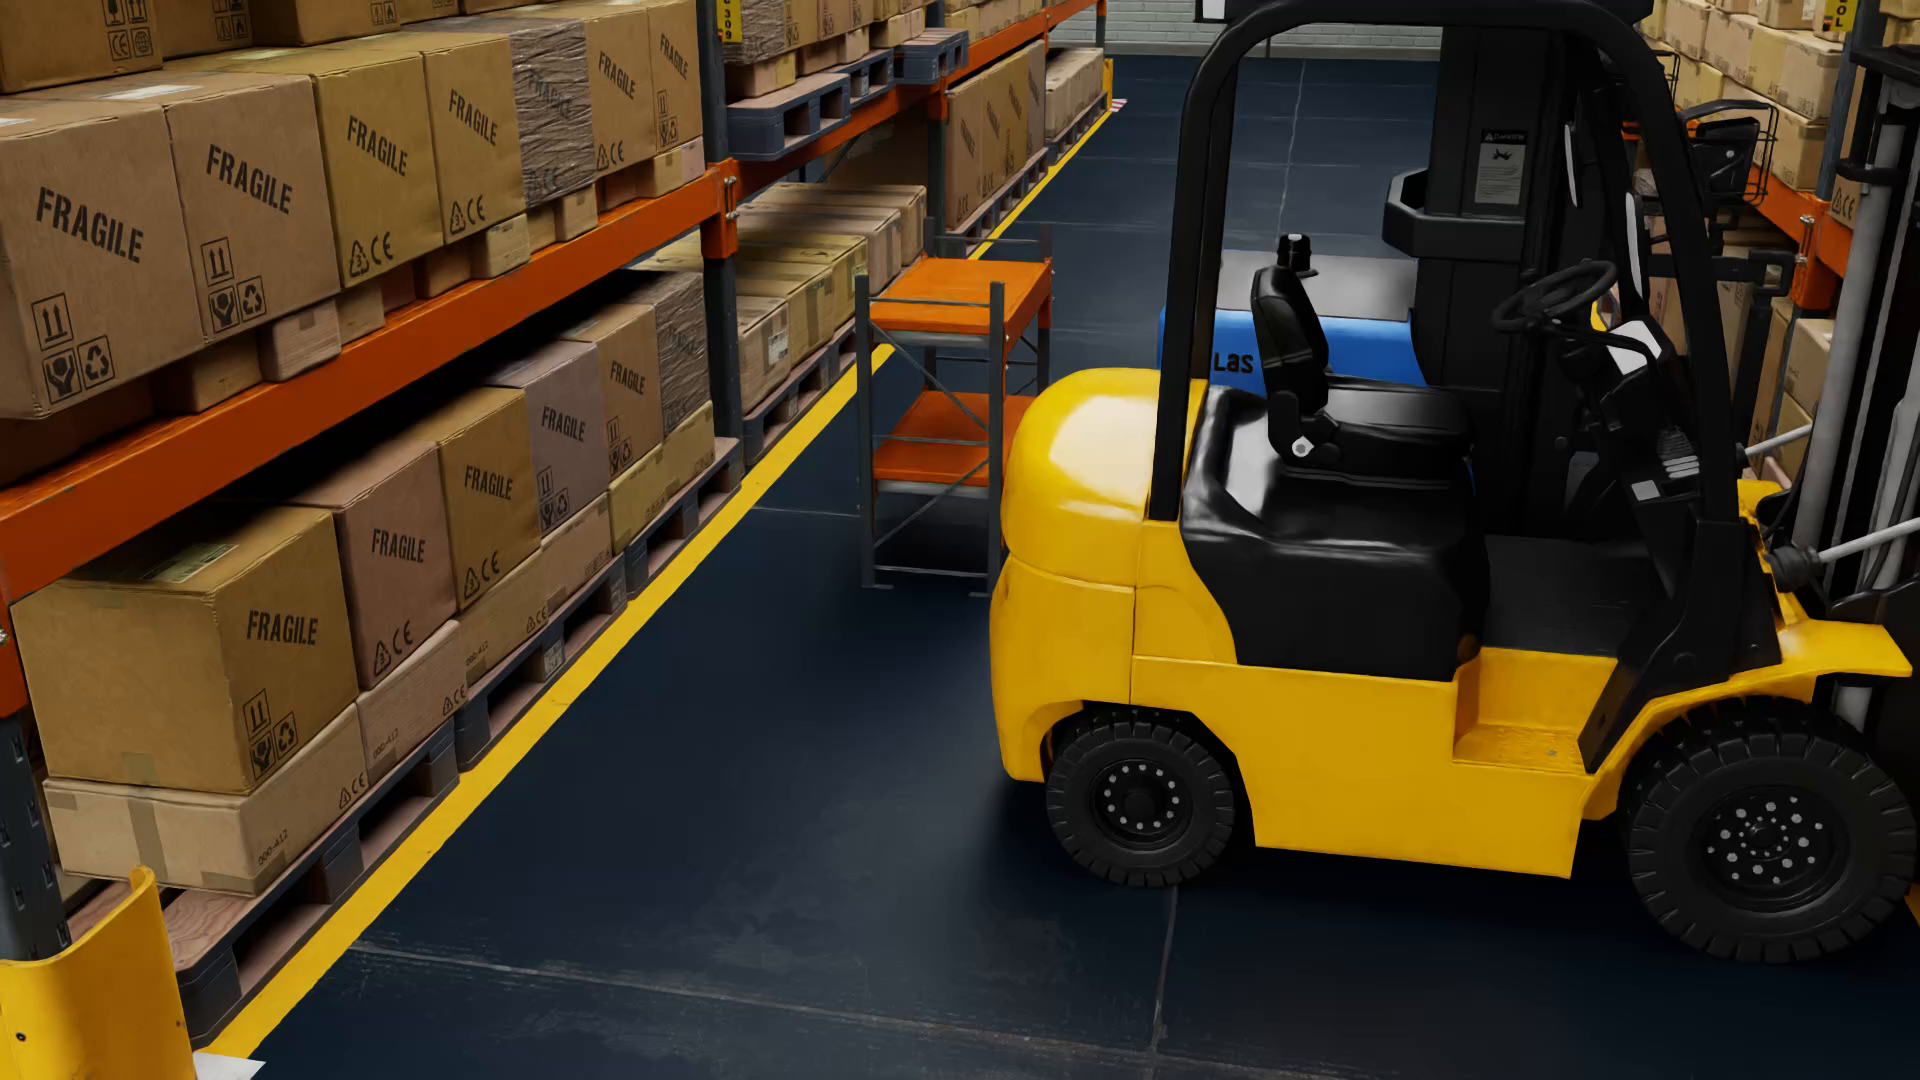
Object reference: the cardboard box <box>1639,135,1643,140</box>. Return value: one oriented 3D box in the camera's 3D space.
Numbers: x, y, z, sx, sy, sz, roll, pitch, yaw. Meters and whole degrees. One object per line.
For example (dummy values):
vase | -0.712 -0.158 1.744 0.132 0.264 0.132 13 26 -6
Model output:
cardboard box | 4.146 -2.404 10.223 0.380 0.149 0.250 3 22 8

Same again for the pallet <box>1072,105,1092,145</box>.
pallet | 0.702 -4.032 16.082 1.003 0.211 1.213 4 22 11

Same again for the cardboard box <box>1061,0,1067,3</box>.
cardboard box | 0.682 -4.987 14.588 0.500 0.500 0.500 5 22 11

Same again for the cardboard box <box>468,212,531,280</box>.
cardboard box | -1.479 -0.863 4.816 0.380 0.149 0.250 5 22 11

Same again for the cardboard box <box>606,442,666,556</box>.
cardboard box | -1.365 -0.167 5.871 0.500 0.250 0.500 4 22 9

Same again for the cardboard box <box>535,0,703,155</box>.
cardboard box | -1.256 -1.683 5.984 0.500 0.500 0.500 4 22 10

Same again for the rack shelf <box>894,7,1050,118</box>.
rack shelf | -0.185 -3.540 12.092 1.077 0.370 4.000 4 22 11

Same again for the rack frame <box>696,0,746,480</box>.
rack frame | -1.409 -1.680 6.509 1.000 3.000 0.127 4 22 11

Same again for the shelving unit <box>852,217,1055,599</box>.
shelving unit | 0.001 -0.524 6.150 0.538 1.125 1.048 4 22 11

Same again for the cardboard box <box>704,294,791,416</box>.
cardboard box | -1.304 -0.848 7.399 0.950 0.372 0.625 5 22 12

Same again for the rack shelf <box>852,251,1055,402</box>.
rack shelf | 0.001 -0.796 6.040 0.538 0.278 1.000 4 22 11

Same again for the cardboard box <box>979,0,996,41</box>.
cardboard box | -0.046 -3.614 11.511 0.500 0.250 0.500 5 23 13

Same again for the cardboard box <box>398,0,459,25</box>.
cardboard box | -1.966 -1.817 4.979 0.700 0.500 0.500 4 22 10

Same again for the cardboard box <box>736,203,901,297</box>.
cardboard box | -0.860 -1.642 9.371 0.950 0.372 0.625 4 22 10

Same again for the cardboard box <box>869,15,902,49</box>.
cardboard box | -0.522 -2.691 8.794 0.380 0.149 0.250 5 22 12

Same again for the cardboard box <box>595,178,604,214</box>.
cardboard box | -1.414 -1.151 5.533 0.380 0.149 0.250 4 22 10

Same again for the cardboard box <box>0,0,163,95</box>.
cardboard box | -2.224 -1.253 3.579 0.700 0.500 0.500 5 22 11

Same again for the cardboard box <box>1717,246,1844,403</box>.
cardboard box | 3.712 -0.871 7.118 0.875 0.625 0.625 4 22 10

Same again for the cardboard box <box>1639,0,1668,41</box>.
cardboard box | 3.913 -2.786 8.788 0.500 0.250 0.500 4 22 11

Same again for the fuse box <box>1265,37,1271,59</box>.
fuse box | 4.194 -7.321 22.242 0.539 1.711 0.414 4 22 11

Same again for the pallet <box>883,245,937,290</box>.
pallet | -0.754 -1.564 9.953 1.003 0.211 1.213 4 22 11

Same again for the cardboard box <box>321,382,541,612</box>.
cardboard box | -1.573 -0.141 4.804 0.500 0.500 0.500 5 22 12

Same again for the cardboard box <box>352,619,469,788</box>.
cardboard box | -1.678 0.404 4.455 0.500 0.250 0.500 5 23 13

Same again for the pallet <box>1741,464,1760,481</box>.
pallet | 3.563 -0.282 6.771 1.003 0.211 1.213 4 22 11

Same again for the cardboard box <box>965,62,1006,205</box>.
cardboard box | -0.184 -2.924 11.881 0.875 0.875 0.875 5 22 12

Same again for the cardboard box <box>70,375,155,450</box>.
cardboard box | -1.916 -0.302 3.425 0.380 0.149 0.250 5 22 12

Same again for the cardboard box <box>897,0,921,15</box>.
cardboard box | -0.508 -3.145 9.052 0.500 0.500 0.500 4 22 10

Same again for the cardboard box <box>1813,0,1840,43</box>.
cardboard box | 3.338 -1.888 6.023 0.380 0.149 0.250 4 22 10

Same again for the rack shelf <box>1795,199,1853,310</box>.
rack shelf | 3.043 -0.238 3.891 1.077 0.370 4.000 4 22 11

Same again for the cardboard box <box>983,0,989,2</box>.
cardboard box | -0.027 -3.842 11.409 0.500 0.250 0.500 4 22 11

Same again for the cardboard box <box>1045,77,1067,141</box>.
cardboard box | 0.457 -3.833 14.724 0.875 0.438 0.875 4 22 10

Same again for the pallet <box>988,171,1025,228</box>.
pallet | -0.107 -2.577 12.469 1.003 0.211 1.213 4 22 11

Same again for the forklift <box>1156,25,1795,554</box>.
forklift | 2.205 -1.129 5.235 3.031 2.935 1.130 6 23 14

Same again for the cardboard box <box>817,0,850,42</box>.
cardboard box | -0.817 -2.572 7.629 0.500 0.500 0.500 4 22 11

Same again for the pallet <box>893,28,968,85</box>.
pallet | -0.634 -2.785 9.510 1.213 0.211 1.003 4 22 11

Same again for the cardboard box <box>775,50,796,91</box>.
cardboard box | -0.927 -2.027 7.145 0.380 0.149 0.250 5 22 12

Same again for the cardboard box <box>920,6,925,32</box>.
cardboard box | -0.413 -2.980 9.511 0.380 0.149 0.250 5 22 12

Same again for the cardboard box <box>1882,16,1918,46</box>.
cardboard box | 3.129 -1.554 5.194 0.380 0.149 0.250 4 22 10

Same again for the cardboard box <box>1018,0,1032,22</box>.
cardboard box | 0.274 -4.167 12.885 0.500 0.250 0.500 4 22 10

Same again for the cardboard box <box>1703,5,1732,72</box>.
cardboard box | 3.630 -2.223 7.388 0.500 0.250 0.500 5 22 12

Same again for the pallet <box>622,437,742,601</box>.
pallet | -1.511 -0.138 6.414 1.003 0.211 1.213 4 22 11

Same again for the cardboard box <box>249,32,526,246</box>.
cardboard box | -1.556 -1.116 4.578 0.500 0.500 0.500 4 22 10

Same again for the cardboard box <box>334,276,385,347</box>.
cardboard box | -1.665 -0.580 4.114 0.380 0.149 0.250 5 22 12

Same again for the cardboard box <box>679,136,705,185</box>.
cardboard box | -1.176 -1.423 6.207 0.380 0.149 0.250 4 22 10

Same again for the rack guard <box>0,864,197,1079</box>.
rack guard | -2.210 0.915 3.413 1.175 0.500 0.348 4 22 11

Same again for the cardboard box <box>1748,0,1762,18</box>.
cardboard box | 3.535 -2.262 6.952 0.380 0.149 0.250 5 22 11

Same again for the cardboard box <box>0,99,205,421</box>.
cardboard box | -1.857 -0.553 3.180 0.500 0.500 0.500 4 22 10

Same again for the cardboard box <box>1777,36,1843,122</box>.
cardboard box | 3.301 -1.664 6.002 0.500 0.250 0.500 4 22 10

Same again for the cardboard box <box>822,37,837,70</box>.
cardboard box | -0.799 -2.317 7.867 0.380 0.149 0.250 5 22 11

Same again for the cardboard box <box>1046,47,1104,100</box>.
cardboard box | 1.003 -4.826 17.188 0.875 0.438 0.875 4 22 9

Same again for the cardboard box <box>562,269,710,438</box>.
cardboard box | -1.267 -0.710 6.216 0.500 0.500 0.500 4 22 10

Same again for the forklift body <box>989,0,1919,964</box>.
forklift body | 1.236 -0.279 4.167 2.313 2.155 1.214 4 22 11

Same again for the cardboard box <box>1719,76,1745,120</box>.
cardboard box | 3.526 -1.801 7.011 0.500 0.250 0.500 5 22 11

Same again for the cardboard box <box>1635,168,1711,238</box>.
cardboard box | 4.127 -1.632 9.007 0.875 0.625 0.625 5 23 13

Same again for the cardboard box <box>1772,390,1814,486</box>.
cardboard box | 3.050 -0.301 5.534 0.500 0.250 0.500 4 22 11

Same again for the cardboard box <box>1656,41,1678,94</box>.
cardboard box | 3.830 -2.369 8.421 0.500 0.250 0.500 4 22 10

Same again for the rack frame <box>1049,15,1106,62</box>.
rack frame | 1.040 -6.068 17.406 1.000 3.000 0.127 4 22 11
